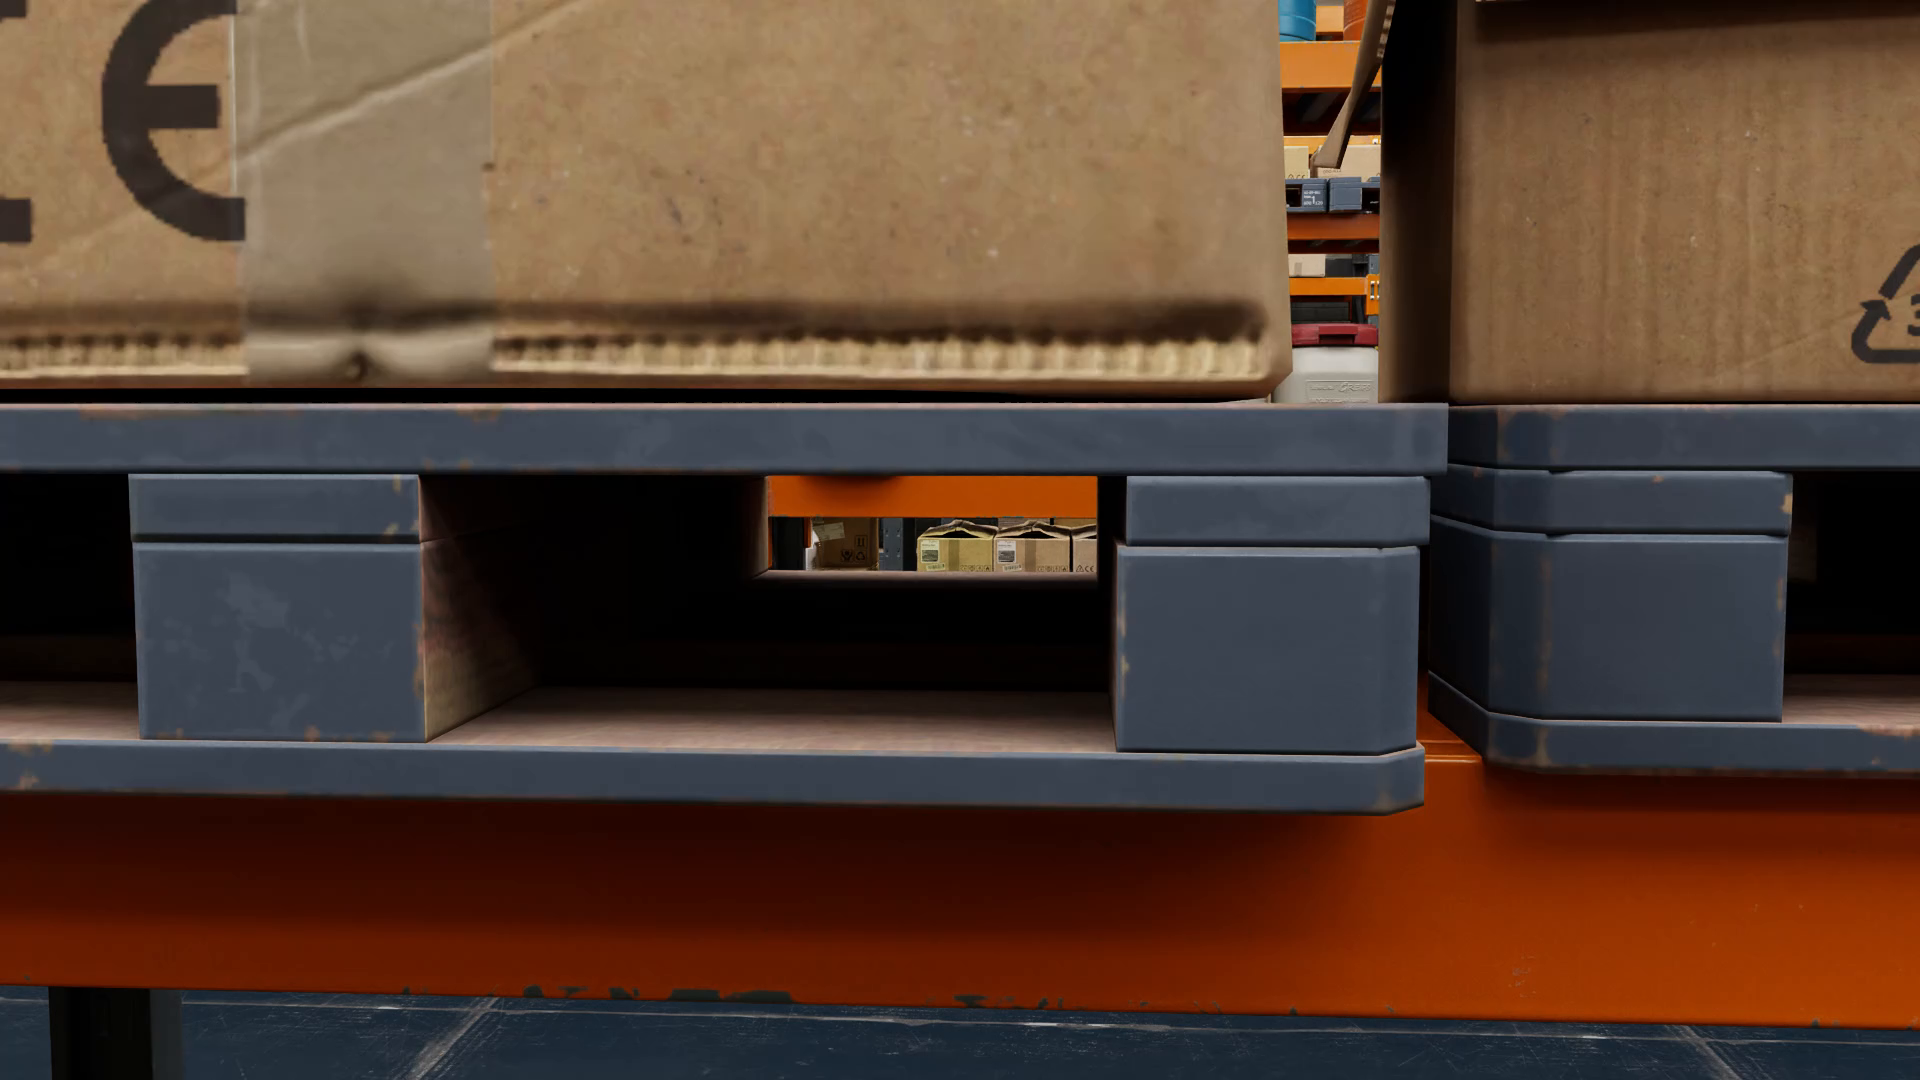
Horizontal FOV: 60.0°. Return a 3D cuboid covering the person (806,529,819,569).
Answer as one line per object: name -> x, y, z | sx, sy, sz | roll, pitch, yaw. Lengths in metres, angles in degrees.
person -> -1.304, 0.312, 10.050 | 0.903, 0.907, 0.460 | 0, 4, 1
